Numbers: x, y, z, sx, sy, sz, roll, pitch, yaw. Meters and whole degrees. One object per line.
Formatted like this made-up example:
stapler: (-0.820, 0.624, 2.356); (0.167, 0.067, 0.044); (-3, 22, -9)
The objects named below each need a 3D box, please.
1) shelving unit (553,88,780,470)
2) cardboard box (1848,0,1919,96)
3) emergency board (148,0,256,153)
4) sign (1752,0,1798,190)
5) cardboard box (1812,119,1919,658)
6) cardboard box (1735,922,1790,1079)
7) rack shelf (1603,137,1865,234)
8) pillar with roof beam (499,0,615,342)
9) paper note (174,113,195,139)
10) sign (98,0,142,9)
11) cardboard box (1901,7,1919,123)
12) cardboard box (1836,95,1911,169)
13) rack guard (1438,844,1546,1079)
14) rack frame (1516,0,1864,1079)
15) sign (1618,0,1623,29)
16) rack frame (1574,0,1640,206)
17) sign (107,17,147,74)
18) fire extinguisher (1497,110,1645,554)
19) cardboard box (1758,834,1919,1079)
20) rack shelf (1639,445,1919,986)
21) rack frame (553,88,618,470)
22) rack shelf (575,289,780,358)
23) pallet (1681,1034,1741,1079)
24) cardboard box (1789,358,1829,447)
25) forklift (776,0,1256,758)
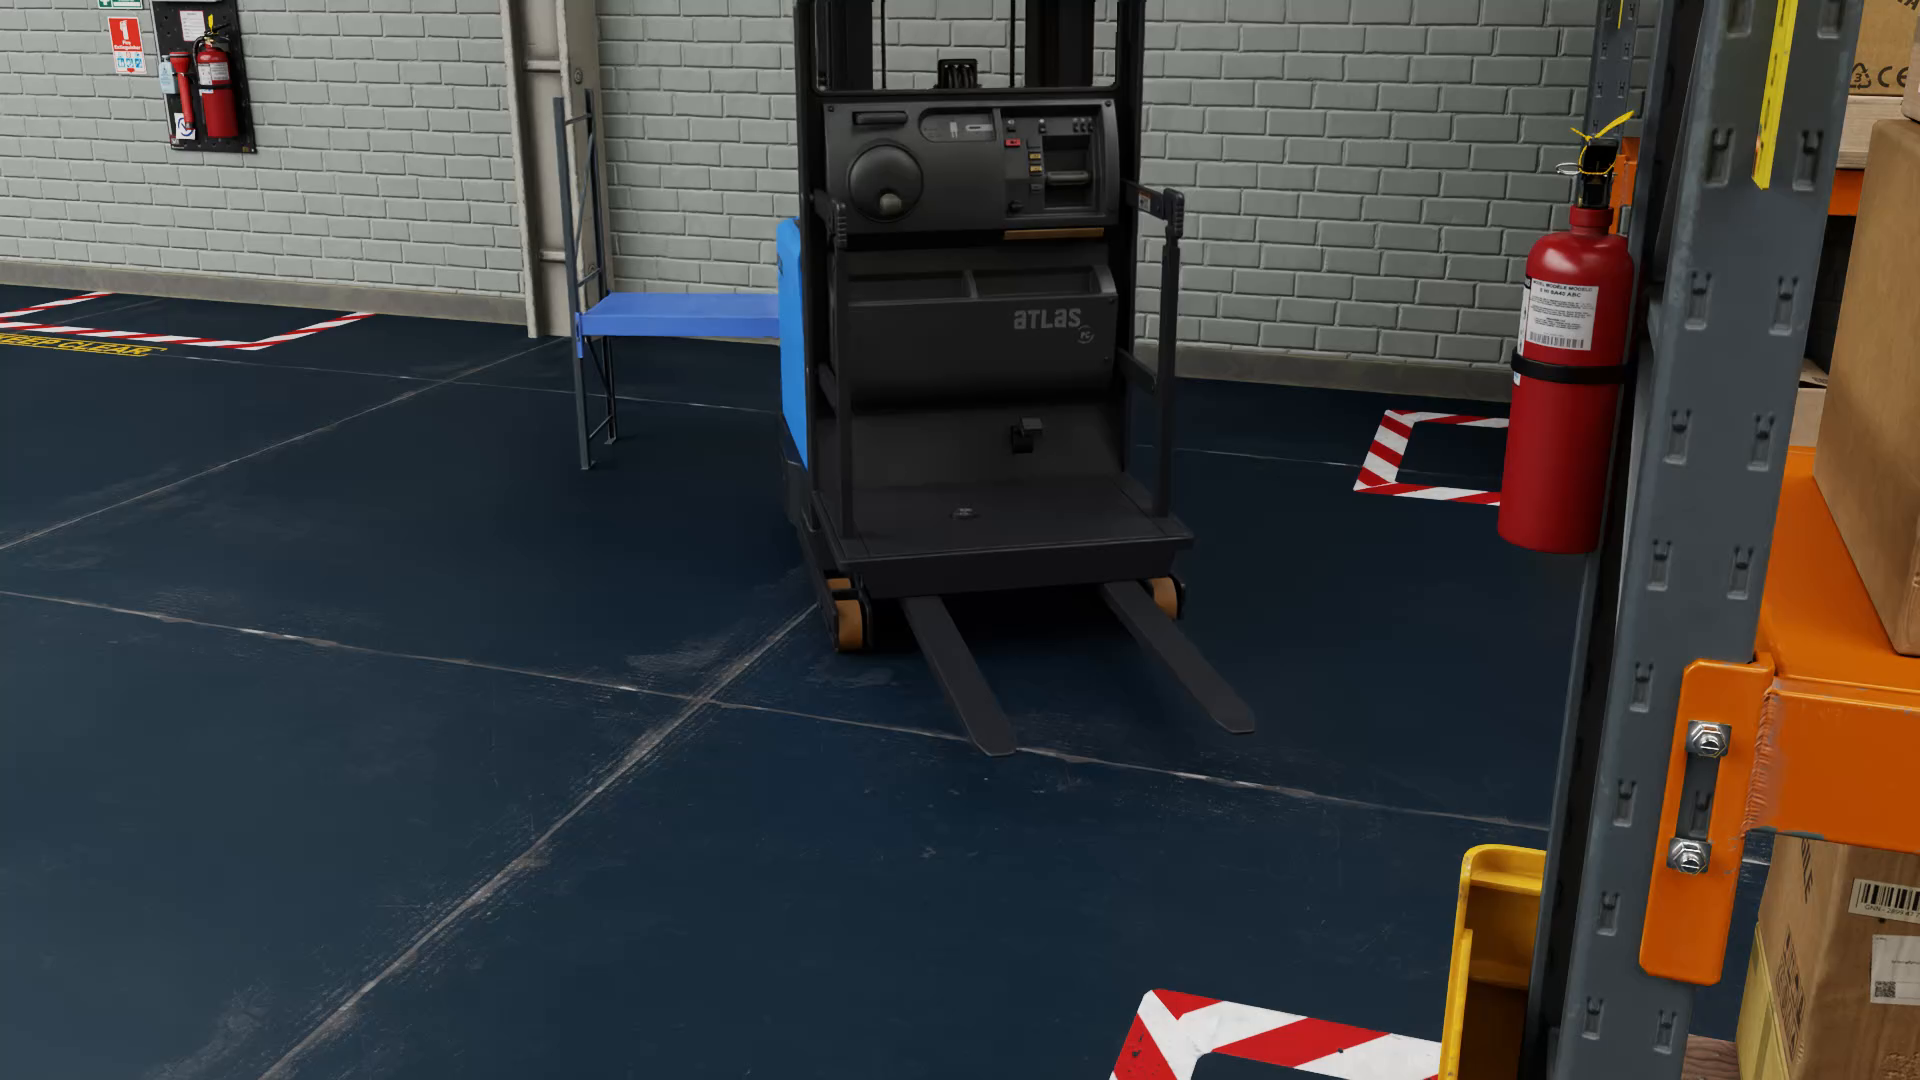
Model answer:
shelving unit: (-1.036, -1.071, 6.871); (1.048, 1.500, 0.538); (1, 19, 3)
cardboard box: (3.347, -1.832, 5.834); (0.500, 0.500, 0.500); (7, 20, 18)
emergency board: (-4.514, -2.861, 9.728); (0.643, 1.169, 0.194); (7, 20, 18)
sign: (0.721, -0.475, 1.446); (0.005, 0.325, 0.100); (7, 20, 18)
cardboard box: (1.345, -0.193, 1.922); (0.500, 0.500, 0.700); (7, 20, 18)
cardboard box: (1.512, 0.866, 2.575); (0.500, 0.250, 0.500); (7, 20, 18)
rack shelf: (4.420, -1.185, 6.013); (4.000, 0.370, 1.077); (7, 20, 18)
pillar with roof beam: (-3.605, -4.077, 4.101); (0.400, 9.000, 9.100); (7, 20, 18)
paper note: (-4.658, -2.486, 9.989); (0.142, 0.148, 0.016); (7, 20, 18)
sign: (-5.001, -3.217, 9.889); (0.331, 0.109, 0.001); (7, 20, 18)
cardboard box: (1.332, -0.572, 2.023); (0.250, 0.149, 0.380); (6, 20, 17)
cardboard box: (3.383, -1.477, 5.953); (0.500, 0.250, 0.500); (6, 20, 16)
rack guard: (0.886, 0.977, 2.513); (0.348, 0.500, 1.175); (7, 20, 18)
rack frame: (0.910, -0.202, 2.097); (0.053, 2.616, 0.949); (7, 20, 18)
sign: (2.353, -1.981, 5.888); (0.005, 0.325, 0.100); (7, 20, 18)
rack frame: (2.531, -1.741, 6.514); (0.127, 3.000, 1.000); (7, 20, 18)
sign: (-5.002, -2.970, 9.985); (0.234, 0.329, 0.001); (7, 20, 18)
fire extinguisher: (0.949, -0.321, 2.558); (0.183, 0.674, 0.296); (7, 20, 18)
cardboard box: (1.513, 0.511, 2.454); (0.500, 0.500, 0.500); (7, 20, 18)
rack shelf: (2.798, 0.355, 1.593); (4.000, 0.370, 1.077); (7, 20, 18)
rack frame: (-1.544, -1.079, 6.894); (0.032, 1.500, 0.500); (1, 19, 3)
rack shelf: (-1.036, -0.901, 6.930); (1.000, 0.185, 0.538); (1, 19, 3)
pallet: (1.645, 1.186, 2.354); (1.213, 0.211, 1.003); (7, 20, 18)
cardboard box: (3.155, -0.577, 6.590); (0.500, 0.311, 0.500); (4, 20, 12)
forklift: (0.087, -1.173, 4.987); (1.130, 2.935, 3.031); (-4, 20, -11)
